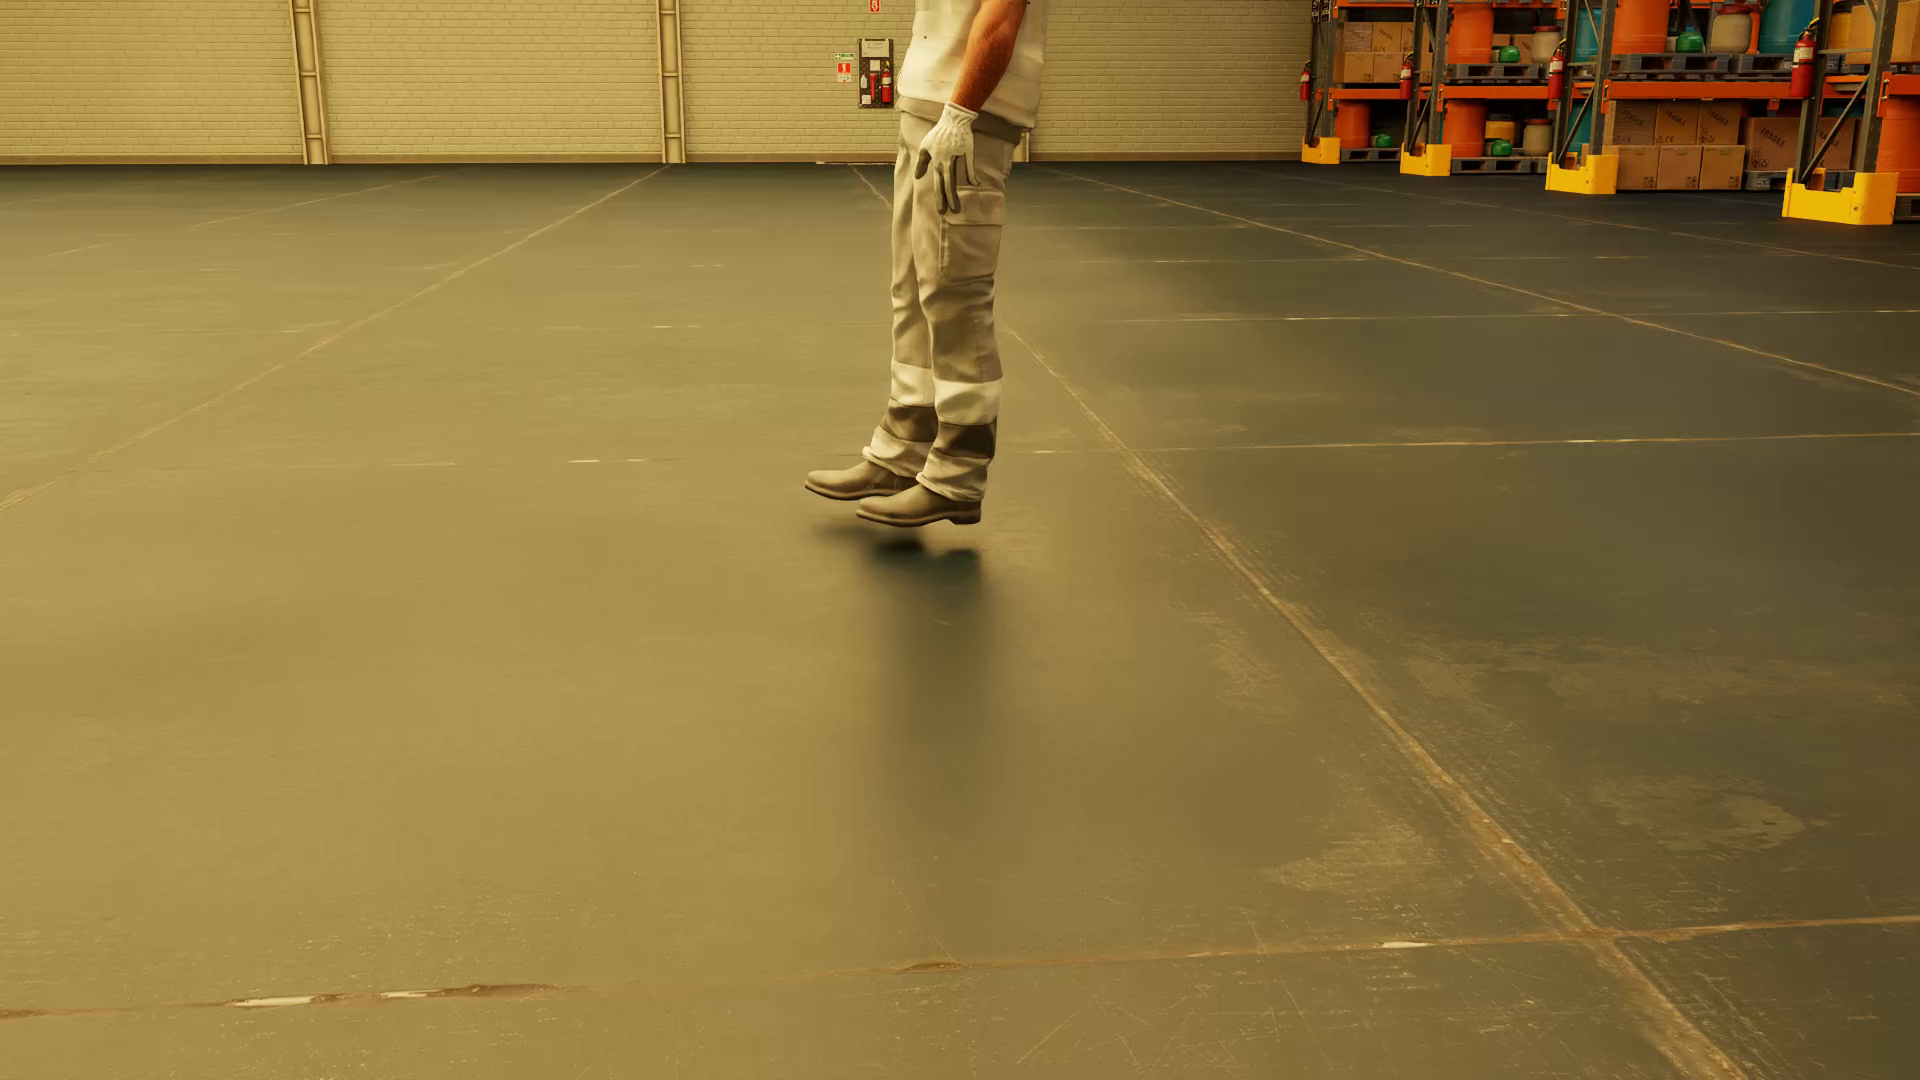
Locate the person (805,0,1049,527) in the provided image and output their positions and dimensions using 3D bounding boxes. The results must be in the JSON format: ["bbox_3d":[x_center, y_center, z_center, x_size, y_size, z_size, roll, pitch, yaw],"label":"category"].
[{"bbox_3d":[-0.081,-0.911,3.699,0.561,1.789,0.638,-1,15,-5],"label":"person"}]
